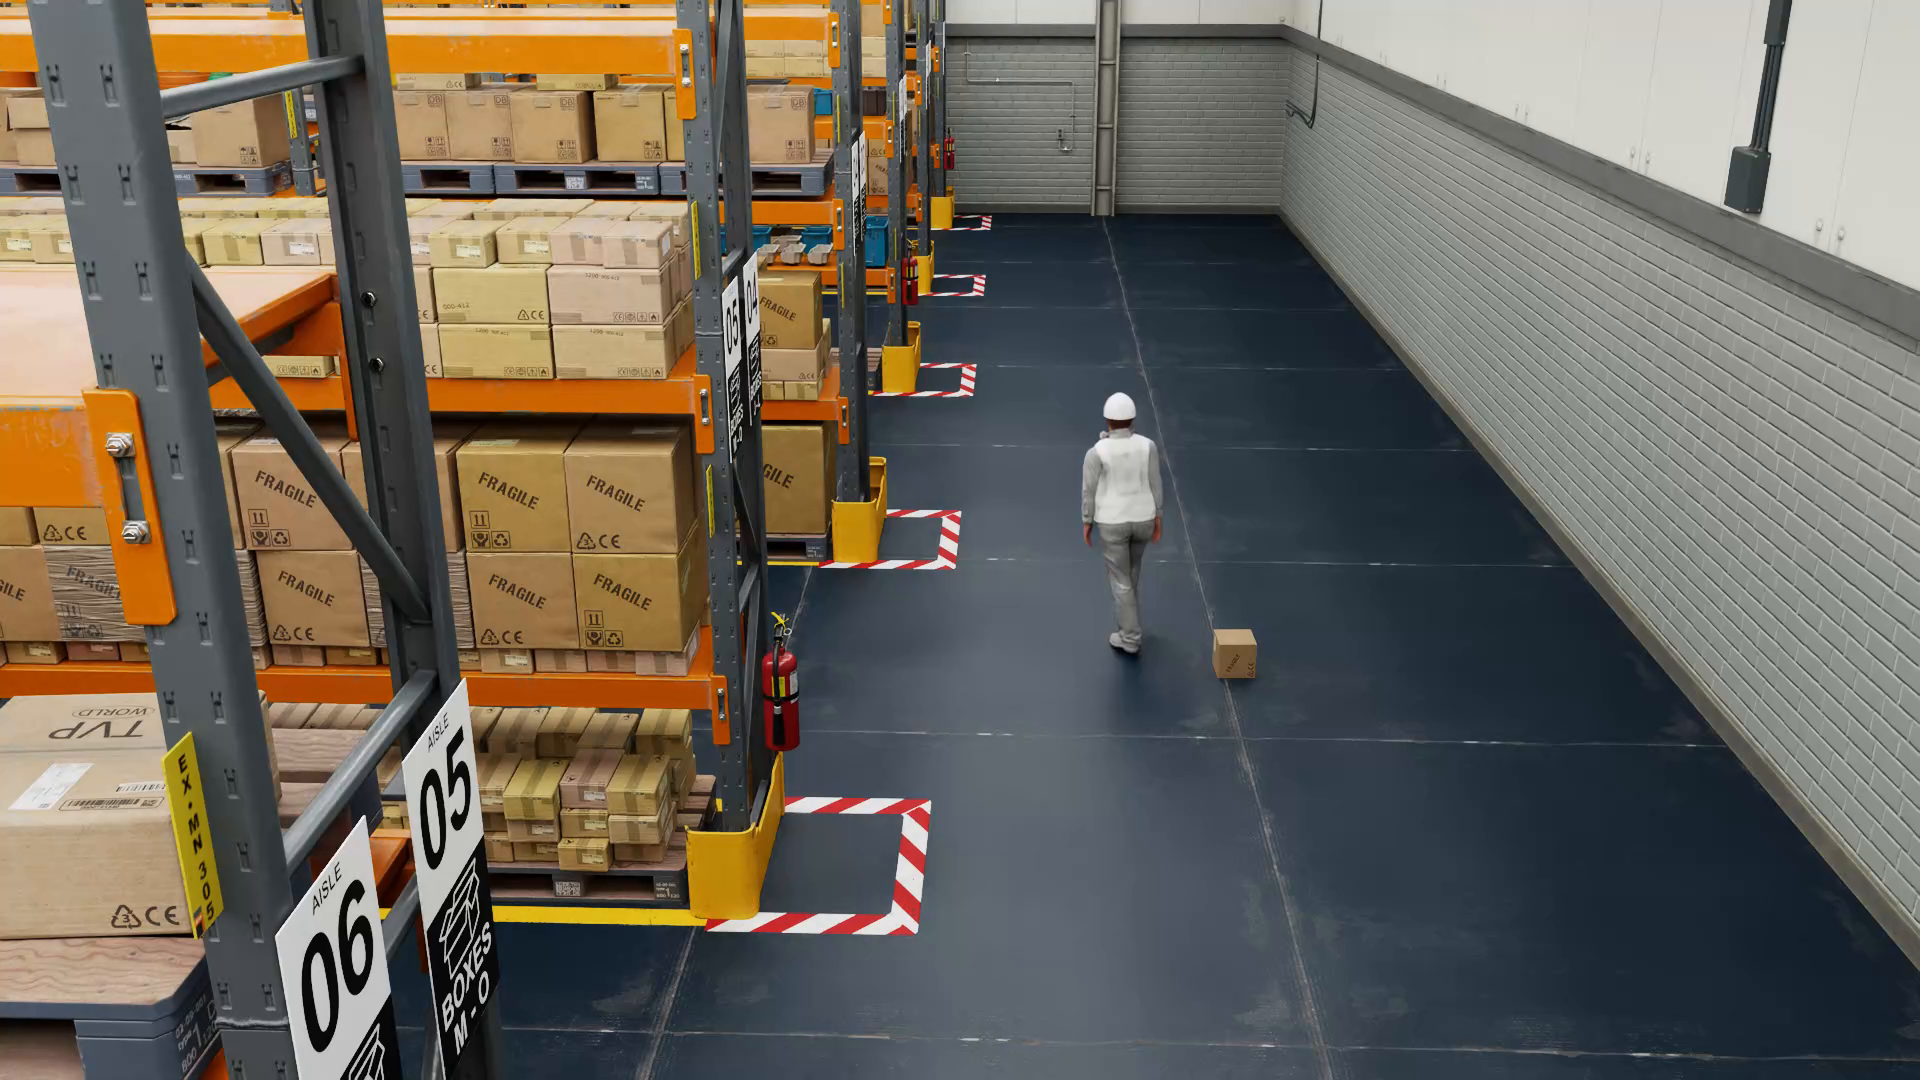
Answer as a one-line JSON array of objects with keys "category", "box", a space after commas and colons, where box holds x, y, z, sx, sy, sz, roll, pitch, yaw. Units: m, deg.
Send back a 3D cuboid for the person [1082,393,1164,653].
[{"category": "person", "box": [1.096, -0.155, 11.467, 0.553, 1.741, 0.890, -6, 22, -16]}]
